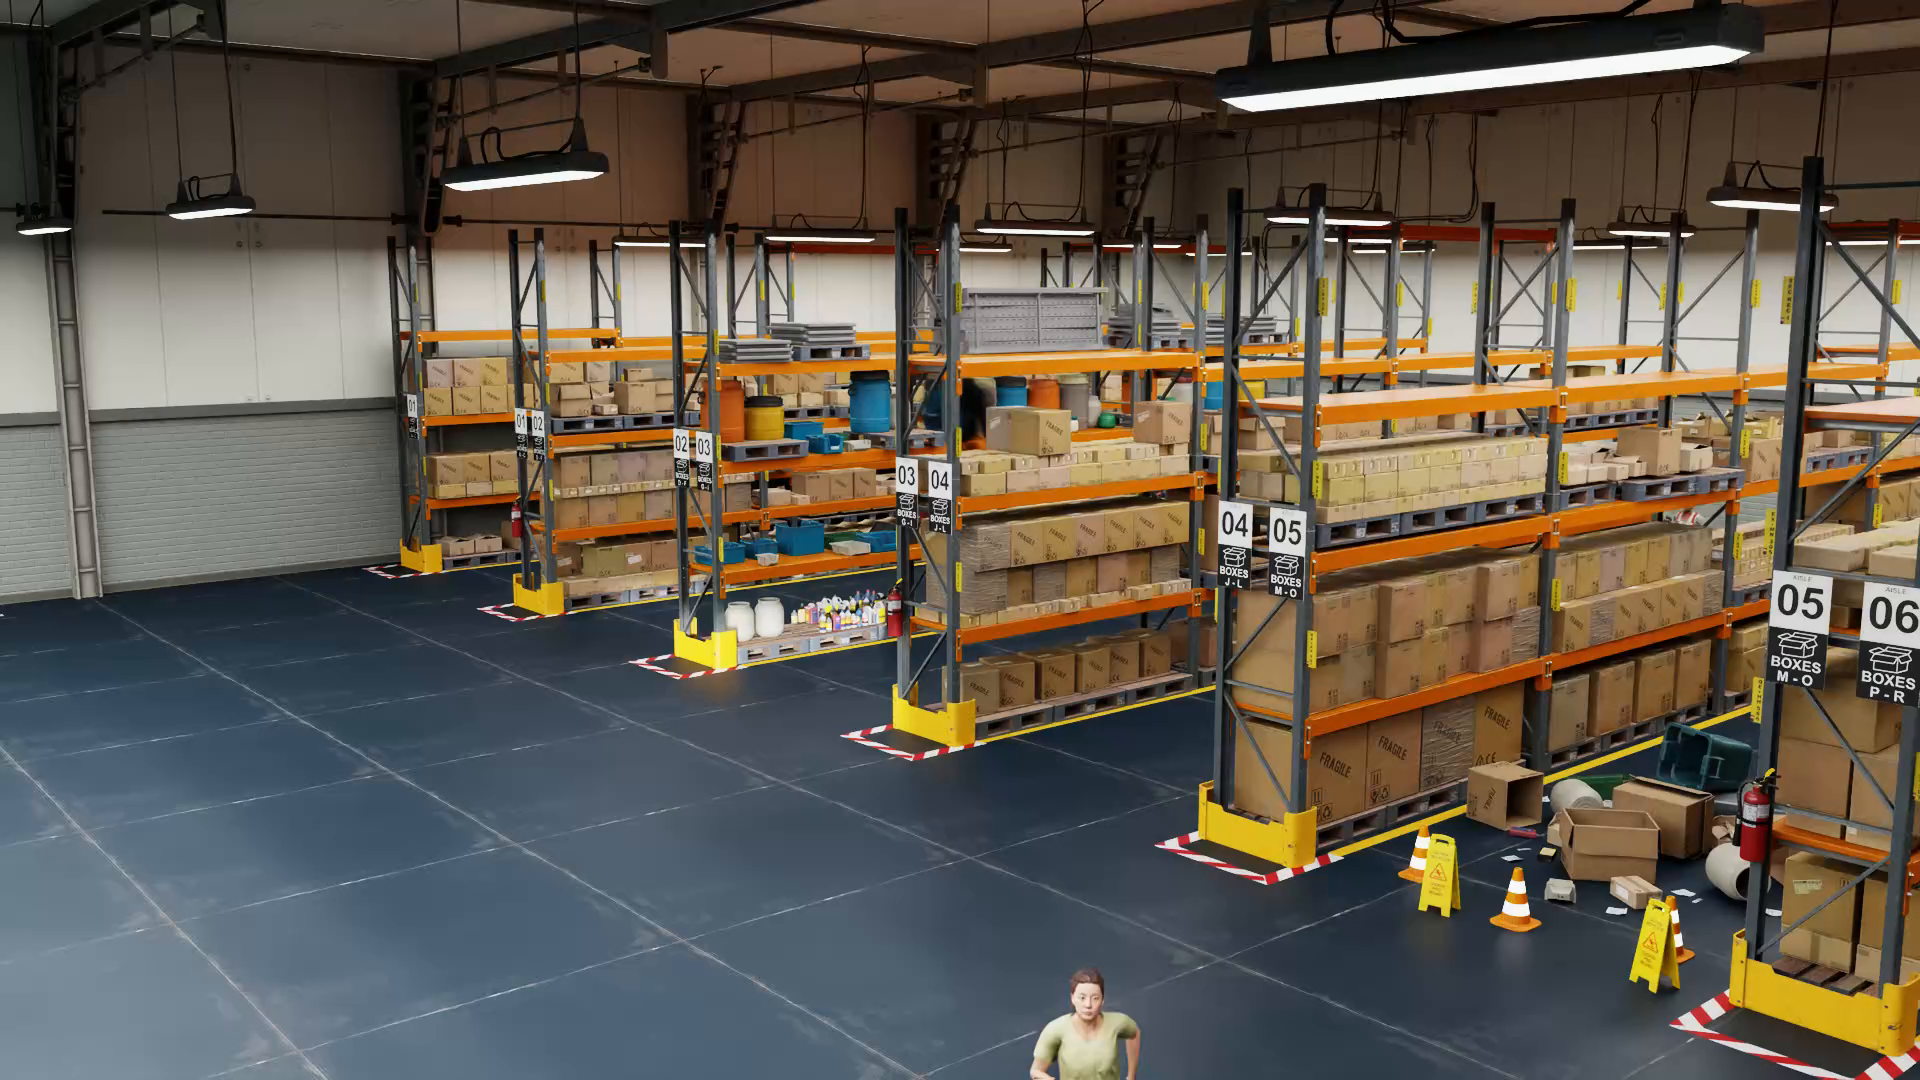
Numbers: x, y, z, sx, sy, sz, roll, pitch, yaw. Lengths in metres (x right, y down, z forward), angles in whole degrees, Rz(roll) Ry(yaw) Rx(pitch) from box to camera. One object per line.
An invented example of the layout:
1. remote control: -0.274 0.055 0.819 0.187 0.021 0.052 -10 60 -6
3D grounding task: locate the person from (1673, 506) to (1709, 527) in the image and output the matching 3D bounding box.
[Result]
1. person: 11.720 0.170 26.798 0.883 1.796 0.670 -8 12 -41

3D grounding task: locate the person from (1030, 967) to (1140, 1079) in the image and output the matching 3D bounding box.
1. person: 0.647 3.033 8.624 0.564 1.737 0.773 1 9 6

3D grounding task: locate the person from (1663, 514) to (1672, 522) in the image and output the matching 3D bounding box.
1. person: 10.874 0.401 25.833 0.592 1.645 0.675 8 12 41
